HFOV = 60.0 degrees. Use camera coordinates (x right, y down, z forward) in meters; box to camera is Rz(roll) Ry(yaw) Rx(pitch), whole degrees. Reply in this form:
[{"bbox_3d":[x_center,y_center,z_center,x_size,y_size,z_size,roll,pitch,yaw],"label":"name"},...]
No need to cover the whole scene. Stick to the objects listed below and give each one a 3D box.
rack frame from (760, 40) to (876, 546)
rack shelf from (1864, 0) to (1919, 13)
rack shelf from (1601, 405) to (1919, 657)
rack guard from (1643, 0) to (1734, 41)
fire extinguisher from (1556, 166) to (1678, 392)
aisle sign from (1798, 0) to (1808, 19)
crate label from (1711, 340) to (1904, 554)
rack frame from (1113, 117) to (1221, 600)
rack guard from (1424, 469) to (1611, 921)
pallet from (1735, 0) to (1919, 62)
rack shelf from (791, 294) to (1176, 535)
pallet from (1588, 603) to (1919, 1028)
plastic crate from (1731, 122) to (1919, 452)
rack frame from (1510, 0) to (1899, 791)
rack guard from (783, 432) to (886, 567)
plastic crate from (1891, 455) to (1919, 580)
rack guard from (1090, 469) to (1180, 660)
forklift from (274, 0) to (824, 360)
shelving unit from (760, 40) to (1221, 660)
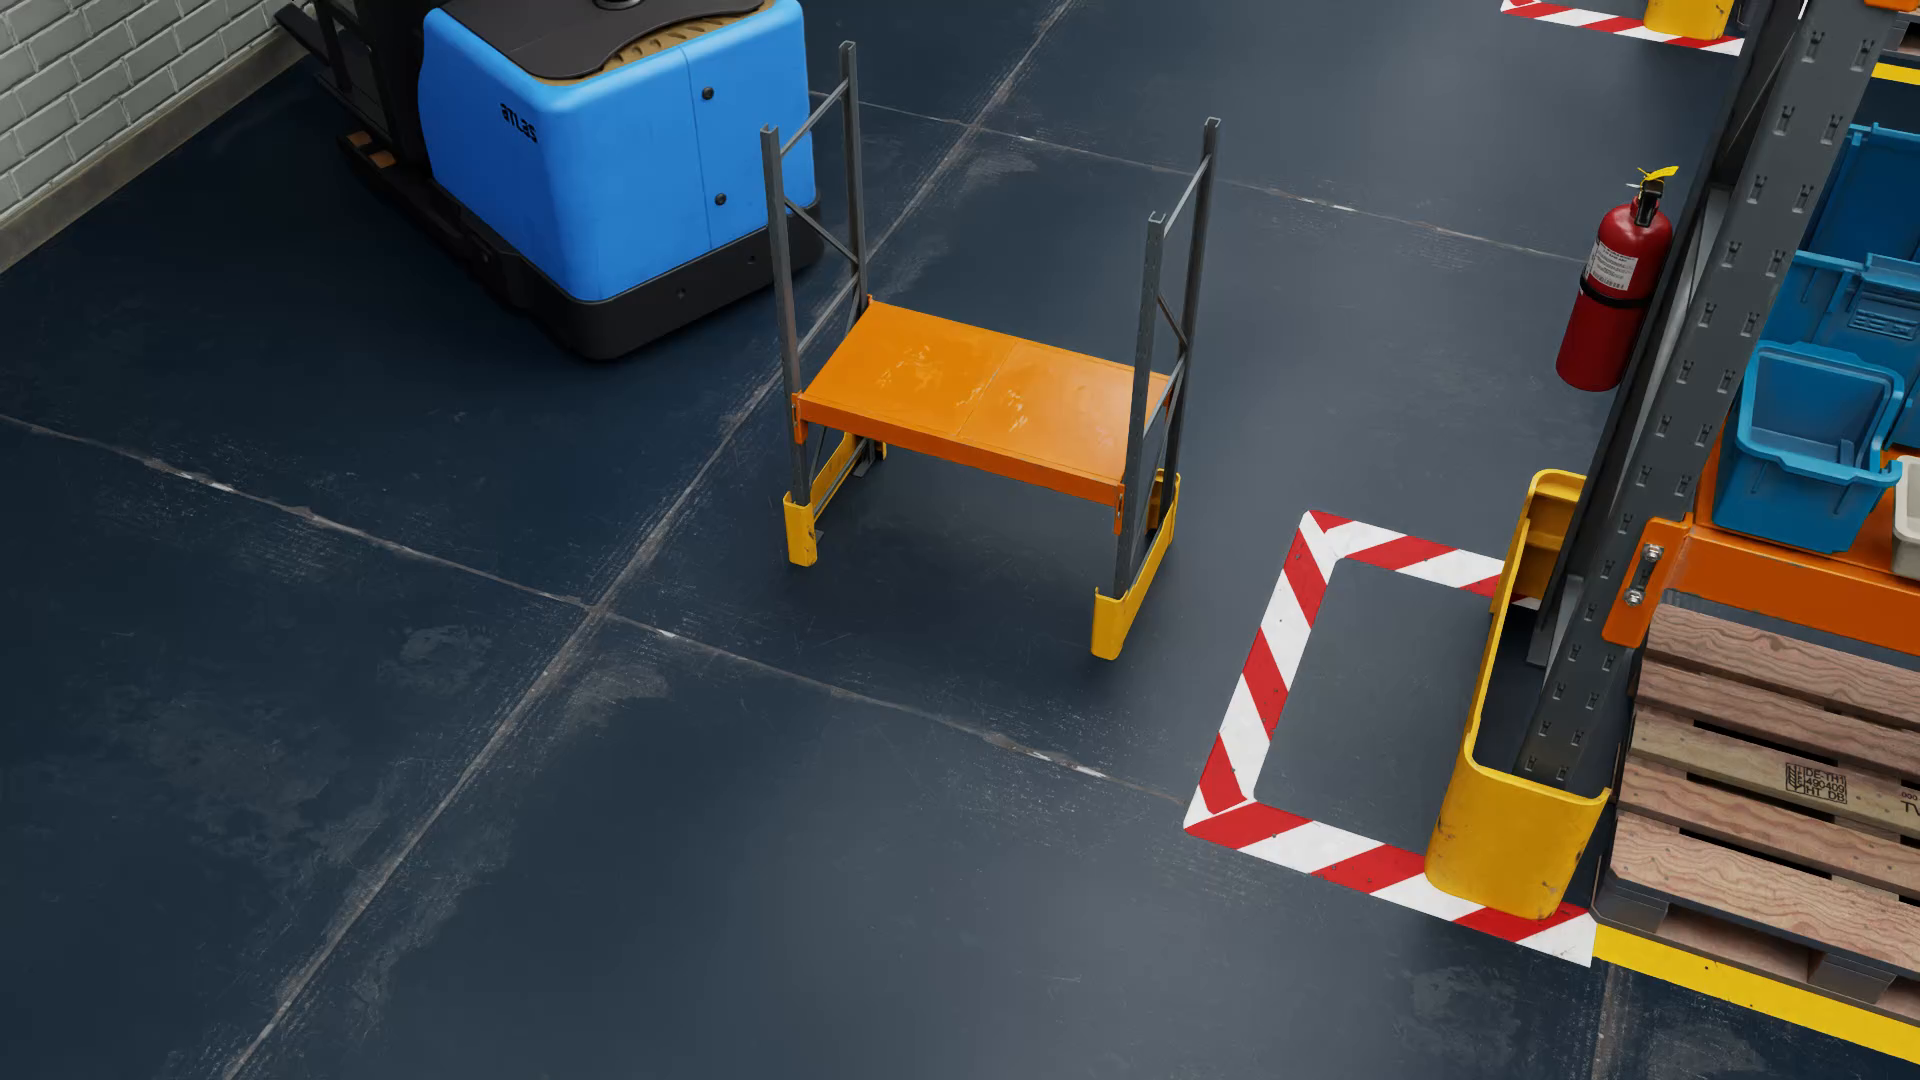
[{"bbox_3d":[-0.390,-0.647,4.836,0.032,1.500,0.500,16,47,16],"label":"rack frame"},{"bbox_3d":[3.457,-0.766,2.276,4.000,0.370,1.077,16,47,16],"label":"rack shelf"},{"bbox_3d":[3.457,0.298,3.334,4.000,0.370,1.077,16,47,16],"label":"rack shelf"},{"bbox_3d":[3.496,-2.845,7.755,0.348,0.500,1.175,16,47,16],"label":"rack guard"},{"bbox_3d":[1.647,-0.678,4.124,0.183,0.674,0.296,16,47,16],"label":"fire extinguisher"},{"bbox_3d":[1.430,-1.248,2.535,0.004,0.787,0.394,16,47,16],"label":"aisle sign"},{"bbox_3d":[1.712,-0.181,3.381,0.303,0.233,0.416,16,47,16],"label":"crate label"},{"bbox_3d":[0.548,-0.370,4.559,0.032,1.500,0.500,16,47,16],"label":"rack frame"},{"bbox_3d":[1.584,0.388,4.506,0.348,0.500,1.175,16,47,16],"label":"rack guard"},{"bbox_3d":[4.286,-2.570,7.683,1.213,0.211,1.003,16,47,16],"label":"pallet"},{"bbox_3d":[0.079,-0.381,4.825,1.000,0.185,0.538,16,47,16],"label":"rack shelf"},{"bbox_3d":[2.357,0.737,4.359,1.213,0.211,1.003,16,47,16],"label":"pallet"},{"bbox_3d":[1.992,-0.565,3.623,0.499,0.435,0.616,16,47,16],"label":"plastic crate"},{"bbox_3d":[1.611,-0.500,3.626,0.127,3.000,1.000,16,47,16],"label":"rack frame"},{"bbox_3d":[-0.389,-0.203,5.277,0.087,0.250,0.587,16,47,16],"label":"rack guard"},{"bbox_3d":[1.976,-0.006,3.274,0.298,0.136,0.250,16,47,16],"label":"plastic crate"},{"bbox_3d":[0.530,0.067,5.005,0.087,0.250,0.587,16,47,16],"label":"rack guard"},{"bbox_3d":[-1.856,-2.631,5.816,1.130,2.935,3.031,-32,53,-28],"label":"forklift"},{"bbox_3d":[0.070,-0.511,4.700,1.083,1.500,0.587,16,47,16],"label":"shelving unit"}]
